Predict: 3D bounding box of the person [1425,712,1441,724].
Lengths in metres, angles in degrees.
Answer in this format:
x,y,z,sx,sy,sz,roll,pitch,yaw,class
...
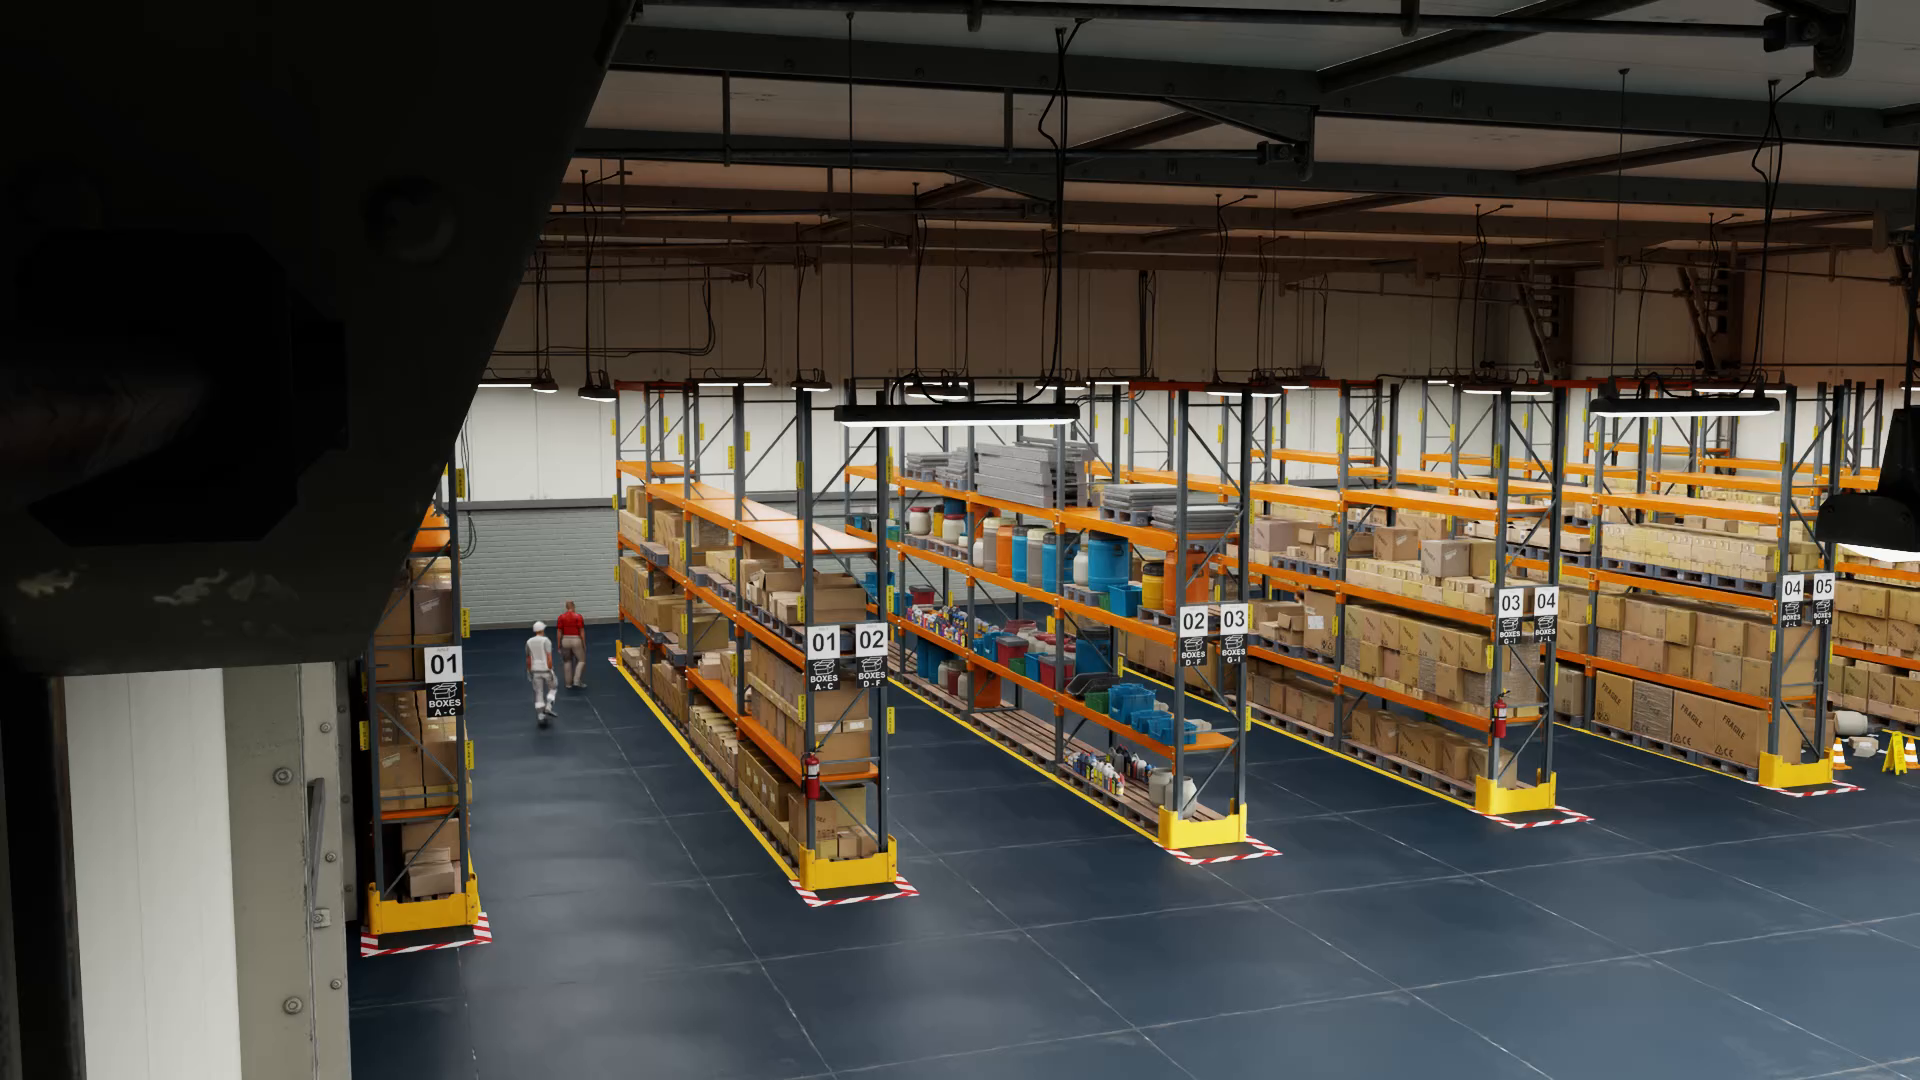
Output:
x,y,z,sx,sy,sz,roll,pitch,yaw,class
8.323,2.389,29.125,0.618,1.855,0.507,0,6,-1,person

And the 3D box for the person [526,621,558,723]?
x,y,z,sx,sy,sz,roll,pitch,yaw,class
-7.407,2.331,29.410,0.570,1.780,0.493,0,6,-2,person

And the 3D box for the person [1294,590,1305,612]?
x,y,z,sx,sy,sz,roll,pitch,yaw,class
7.084,1.877,34.442,0.464,1.690,0.543,-5,8,-37,person

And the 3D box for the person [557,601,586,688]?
x,y,z,sx,sy,sz,roll,pitch,yaw,class
-7.592,2.045,32.497,0.577,1.722,0.532,1,6,7,person
